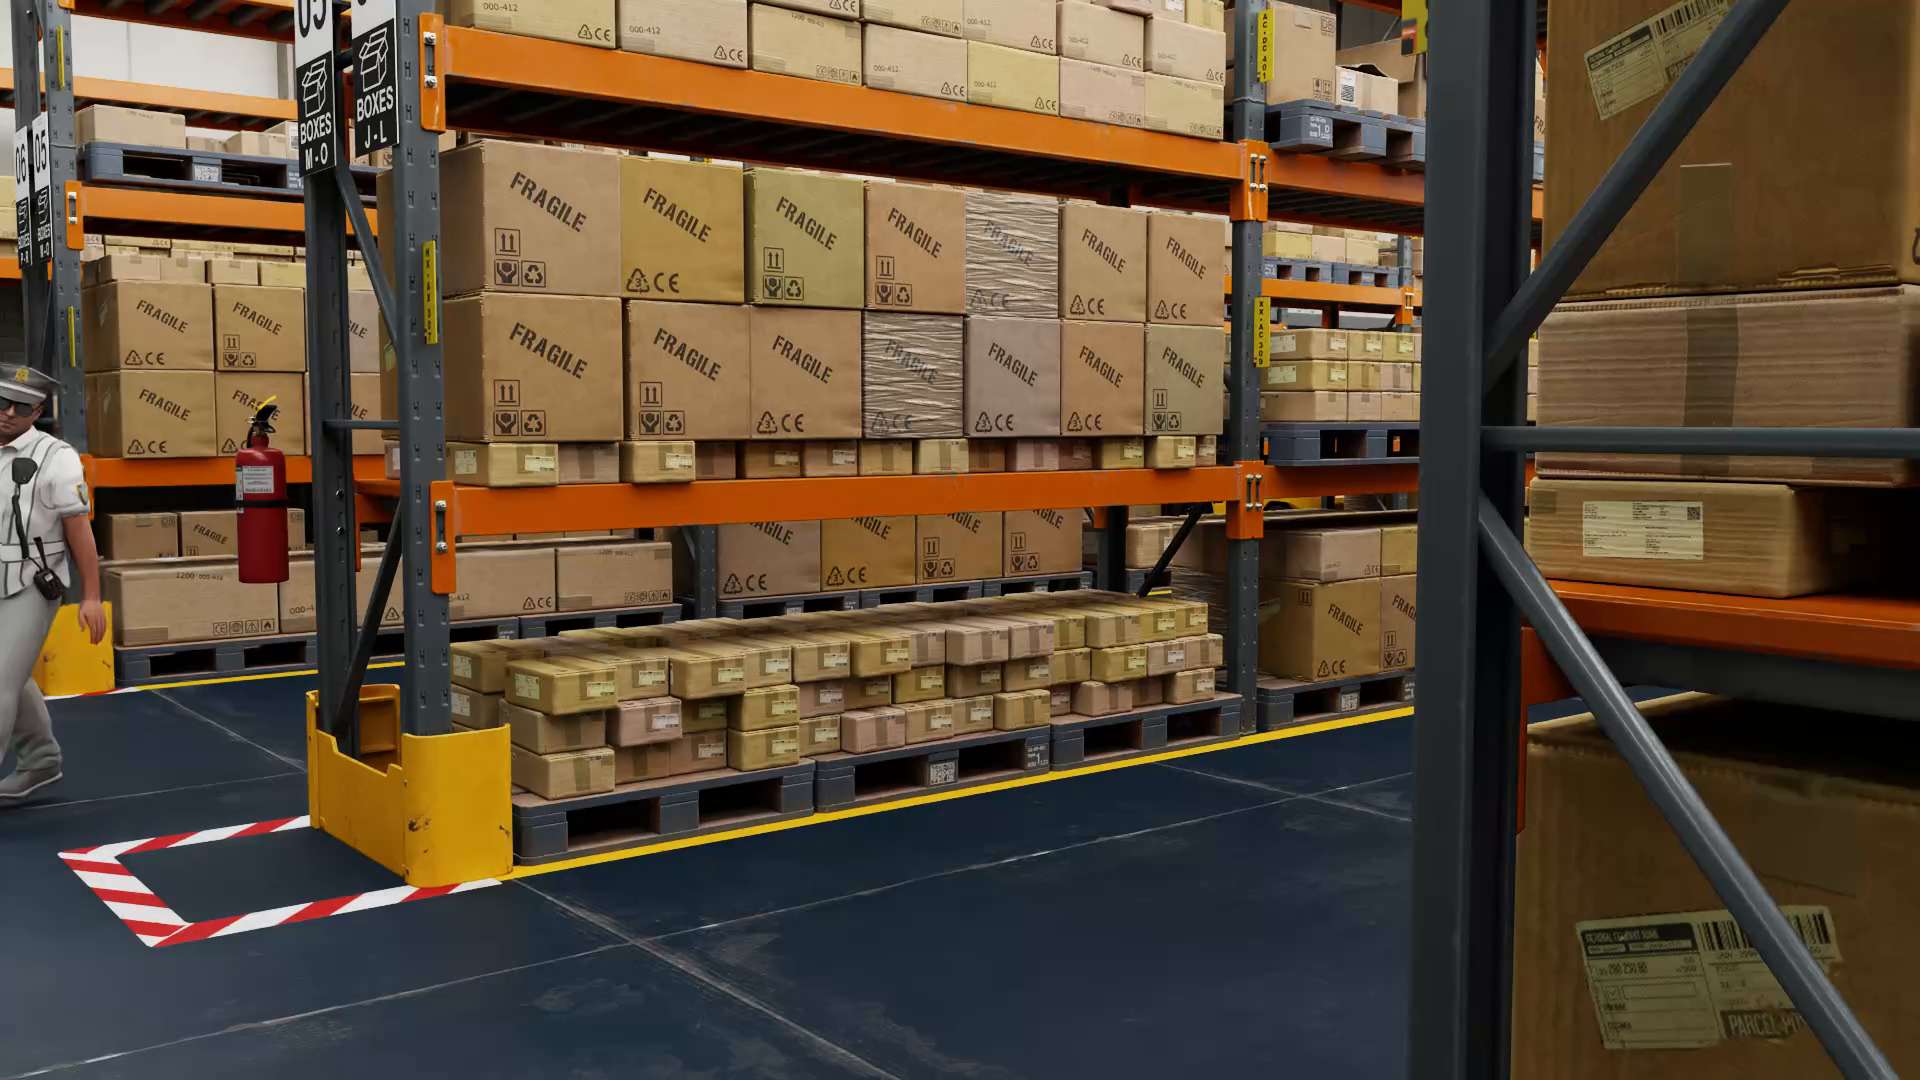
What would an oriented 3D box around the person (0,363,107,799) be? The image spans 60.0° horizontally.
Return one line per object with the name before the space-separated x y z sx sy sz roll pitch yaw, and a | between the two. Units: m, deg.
person | -3.629 0.210 6.194 0.648 1.729 0.952 1 4 11
